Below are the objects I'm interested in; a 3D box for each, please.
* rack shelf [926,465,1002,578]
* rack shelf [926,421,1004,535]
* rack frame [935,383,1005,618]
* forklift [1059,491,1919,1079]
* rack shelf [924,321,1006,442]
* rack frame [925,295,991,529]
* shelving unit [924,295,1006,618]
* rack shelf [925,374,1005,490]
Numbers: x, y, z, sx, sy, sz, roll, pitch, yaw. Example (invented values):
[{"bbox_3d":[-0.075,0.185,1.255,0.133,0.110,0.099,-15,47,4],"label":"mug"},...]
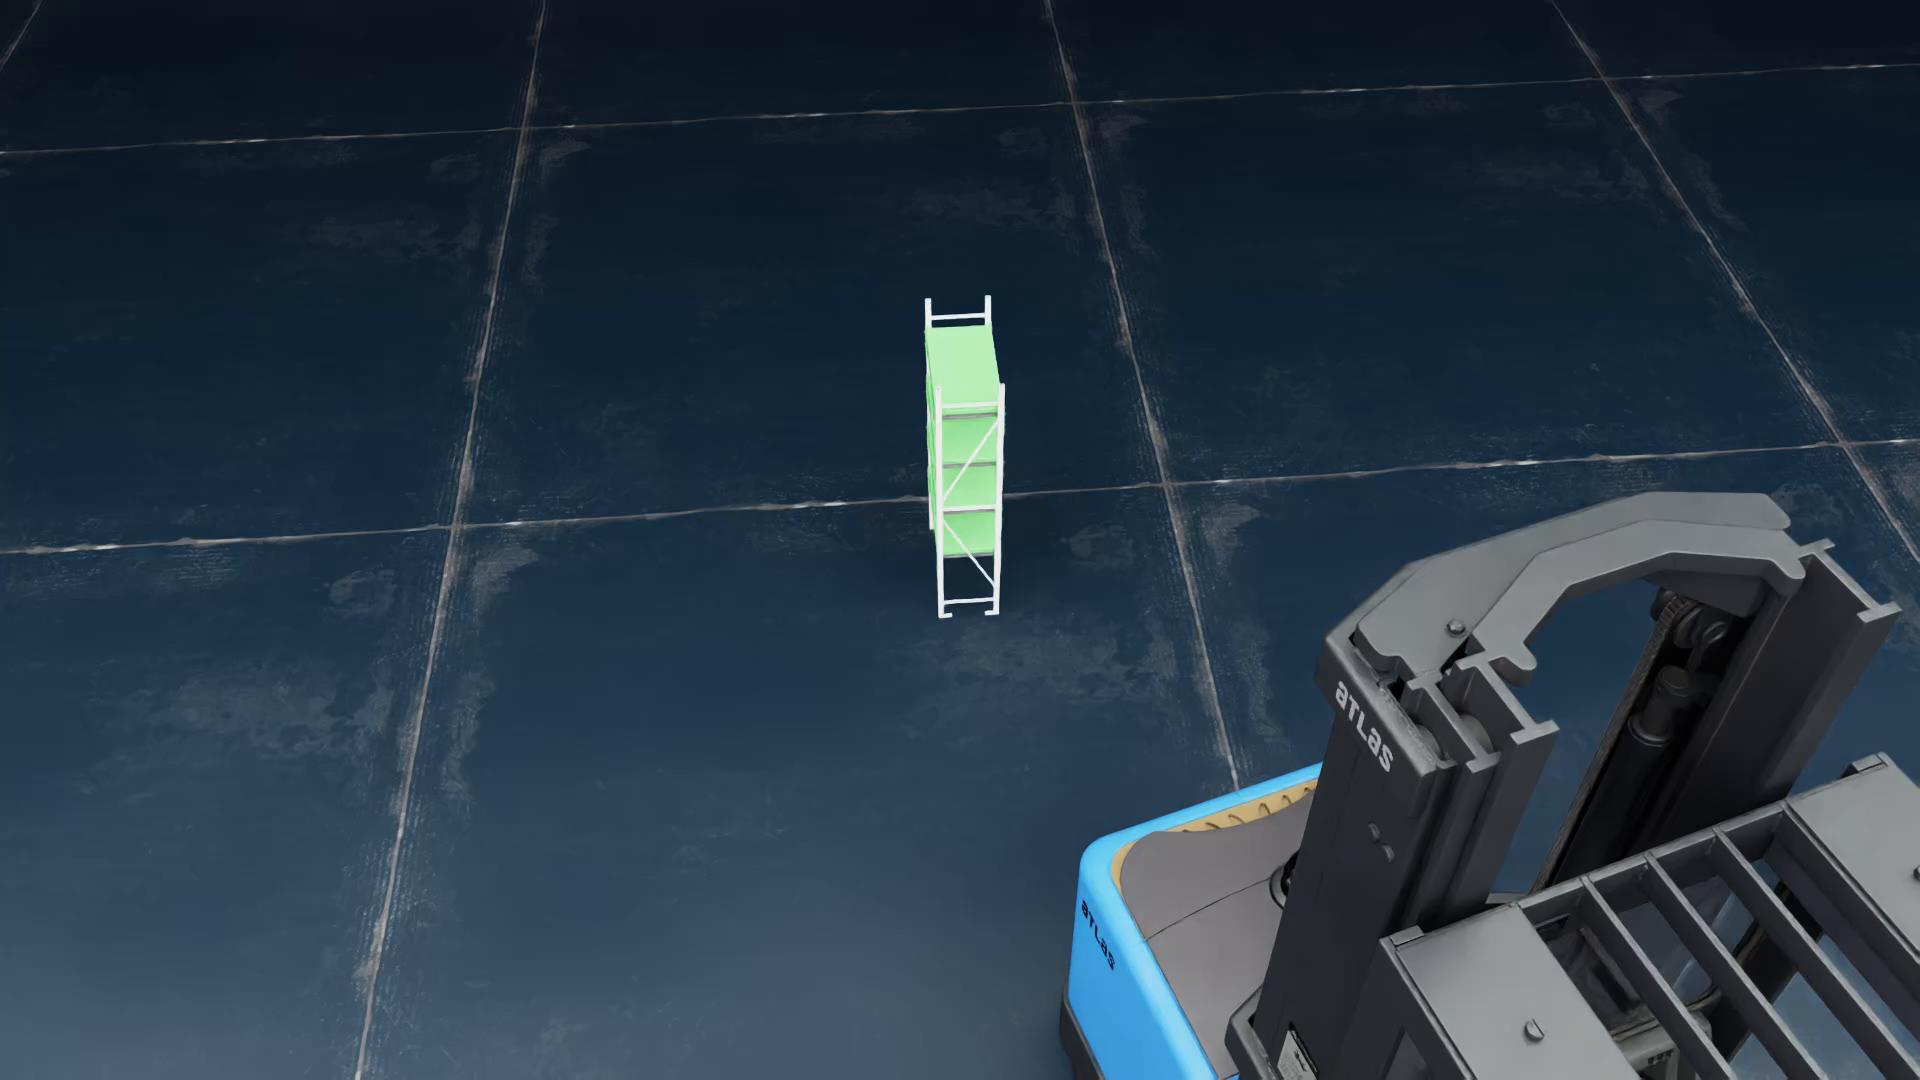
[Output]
[{"bbox_3d":[0.014,-0.084,6.558,0.258,0.148,0.480,-3,47,-3],"label":"rack shelf"},{"bbox_3d":[0.014,-0.249,6.384,0.258,0.148,0.480,-3,47,-3],"label":"rack shelf"},{"bbox_3d":[0.034,-0.116,6.170,0.240,1.200,0.015,-3,47,-3],"label":"rack frame"},{"bbox_3d":[1.326,1.446,3.498,1.130,2.935,3.031,-16,49,-15],"label":"forklift"},{"bbox_3d":[0.014,-0.579,6.035,0.258,0.148,0.480,-3,47,-3],"label":"rack shelf"},{"bbox_3d":[-0.007,-0.469,6.505,0.240,1.200,0.015,-3,47,-3],"label":"rack frame"},{"bbox_3d":[0.014,-0.293,6.337,0.258,1.200,0.503,-3,47,-3],"label":"shelving unit"},{"bbox_3d":[0.014,-0.414,6.210,0.258,0.148,0.480,-3,47,-3],"label":"rack shelf"}]
